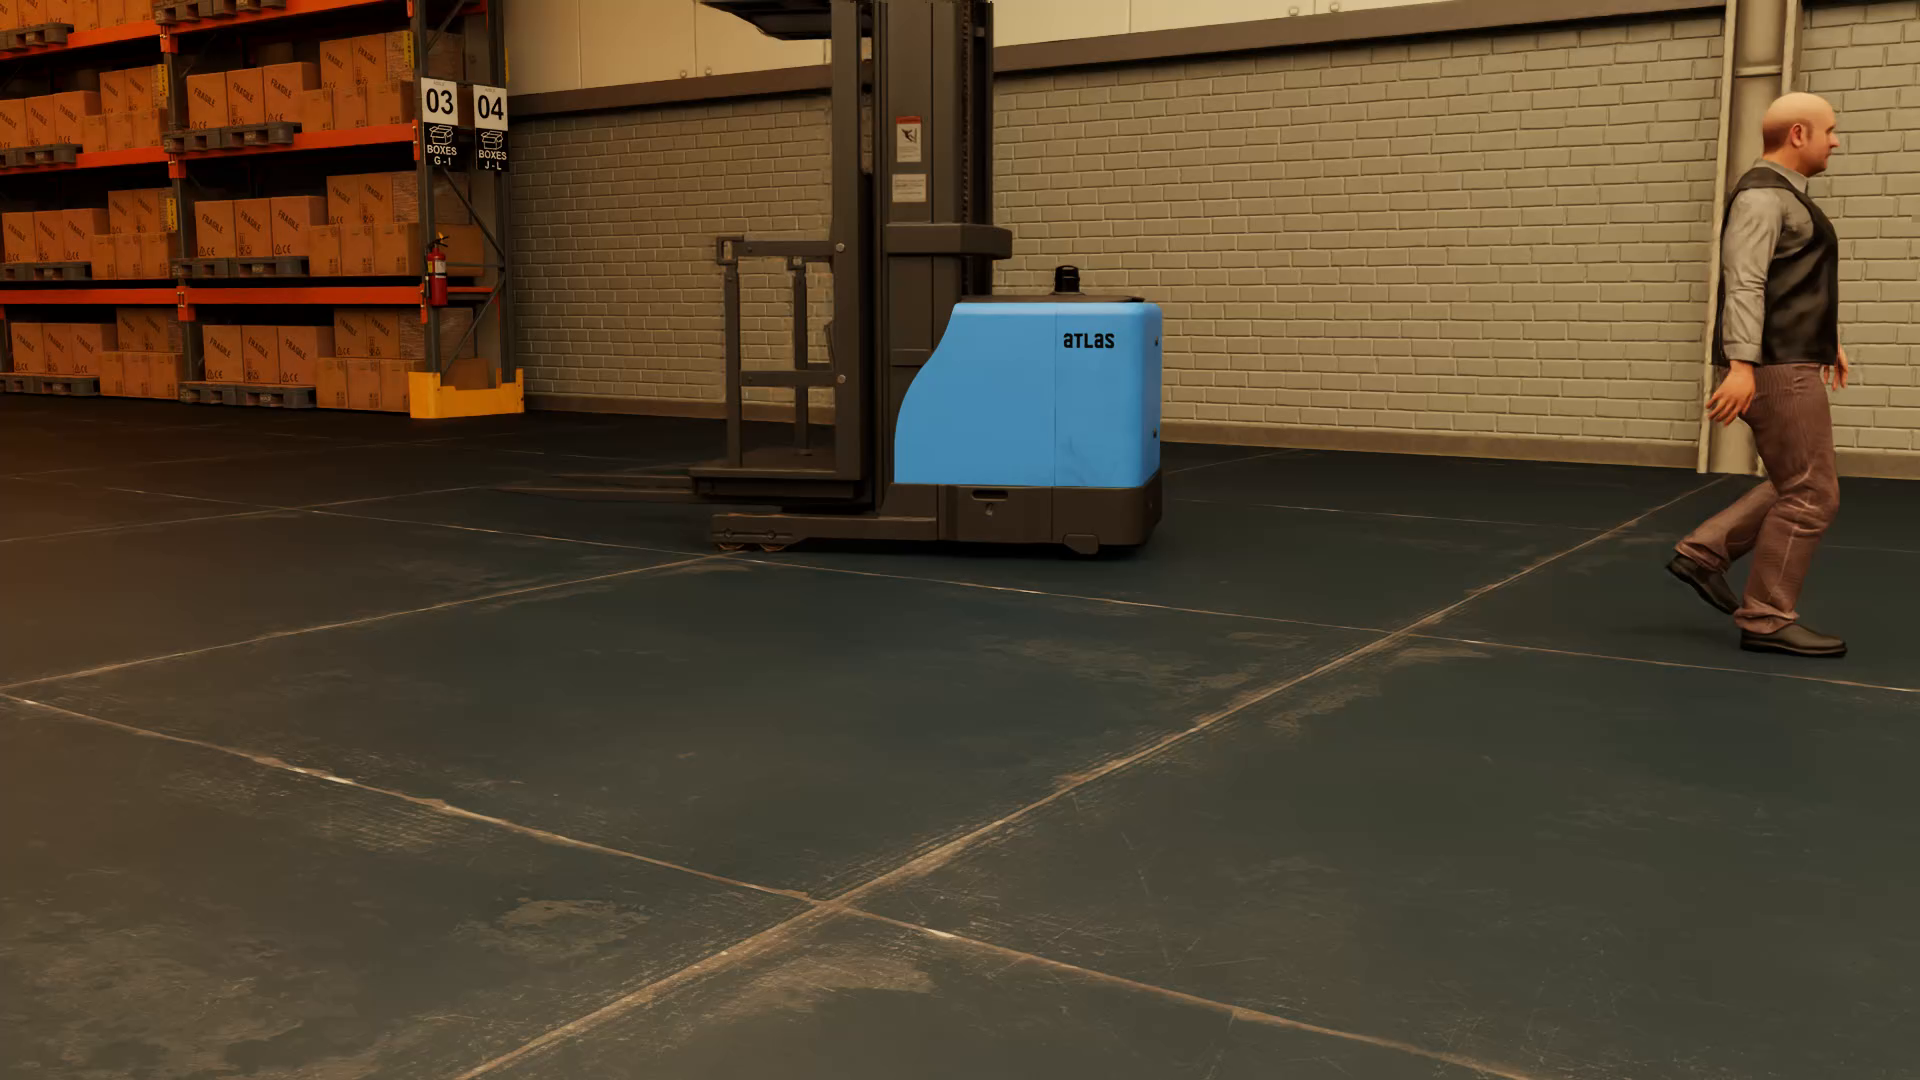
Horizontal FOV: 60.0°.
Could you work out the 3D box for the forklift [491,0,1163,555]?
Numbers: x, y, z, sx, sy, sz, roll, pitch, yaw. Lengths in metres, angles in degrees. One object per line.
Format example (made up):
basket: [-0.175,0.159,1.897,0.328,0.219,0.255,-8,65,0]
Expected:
forklift: [-0.620,-1.469,7.525,3.031,2.935,1.130,2,8,12]

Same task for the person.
person: [2.512,-0.511,5.160,0.517,1.703,0.741,3,9,21]
